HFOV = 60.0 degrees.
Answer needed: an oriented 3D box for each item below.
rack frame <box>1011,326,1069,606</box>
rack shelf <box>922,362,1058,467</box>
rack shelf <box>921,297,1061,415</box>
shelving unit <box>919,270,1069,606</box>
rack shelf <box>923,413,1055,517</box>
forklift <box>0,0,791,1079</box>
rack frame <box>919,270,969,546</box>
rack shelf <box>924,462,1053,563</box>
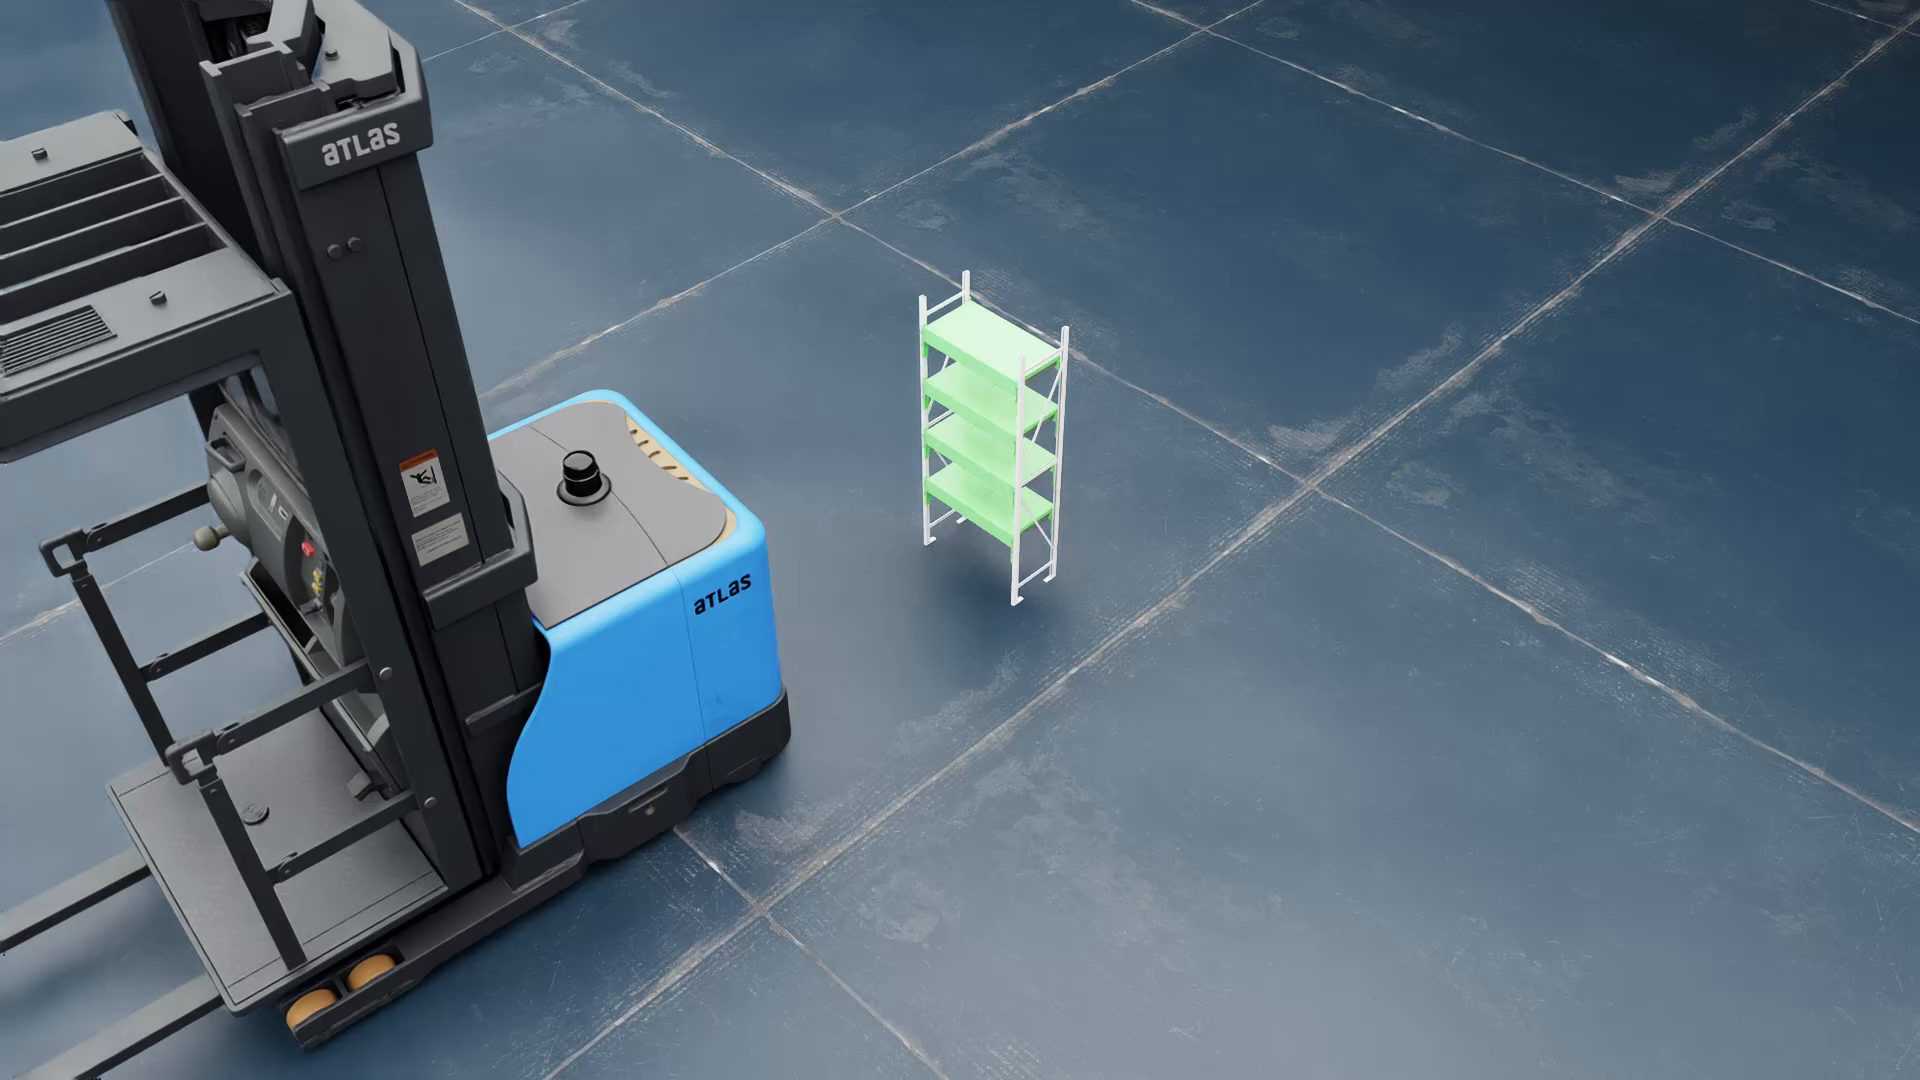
[{"bbox_3d":[0.289,-0.244,6.130,0.240,1.200,0.015,-34,53,-31],"label":"rack frame"},{"bbox_3d":[0.117,-0.490,6.137,0.258,0.148,0.480,-34,53,-31],"label":"rack shelf"},{"bbox_3d":[0.117,-0.667,5.974,0.258,0.148,0.480,-34,53,-31],"label":"rack shelf"},{"bbox_3d":[0.117,-0.361,6.257,0.258,1.200,0.503,-34,53,-31],"label":"shelving unit"},{"bbox_3d":[0.117,-0.314,6.300,0.258,0.148,0.480,-34,53,-31],"label":"rack shelf"},{"bbox_3d":[-2.058,0.053,4.533,3.031,2.935,1.130,-29,50,-28],"label":"forklift"},{"bbox_3d":[-0.055,-0.478,6.384,0.240,1.200,0.015,-34,53,-31],"label":"rack frame"},{"bbox_3d":[0.117,-0.138,6.463,0.258,0.148,0.480,-34,53,-31],"label":"rack shelf"}]
